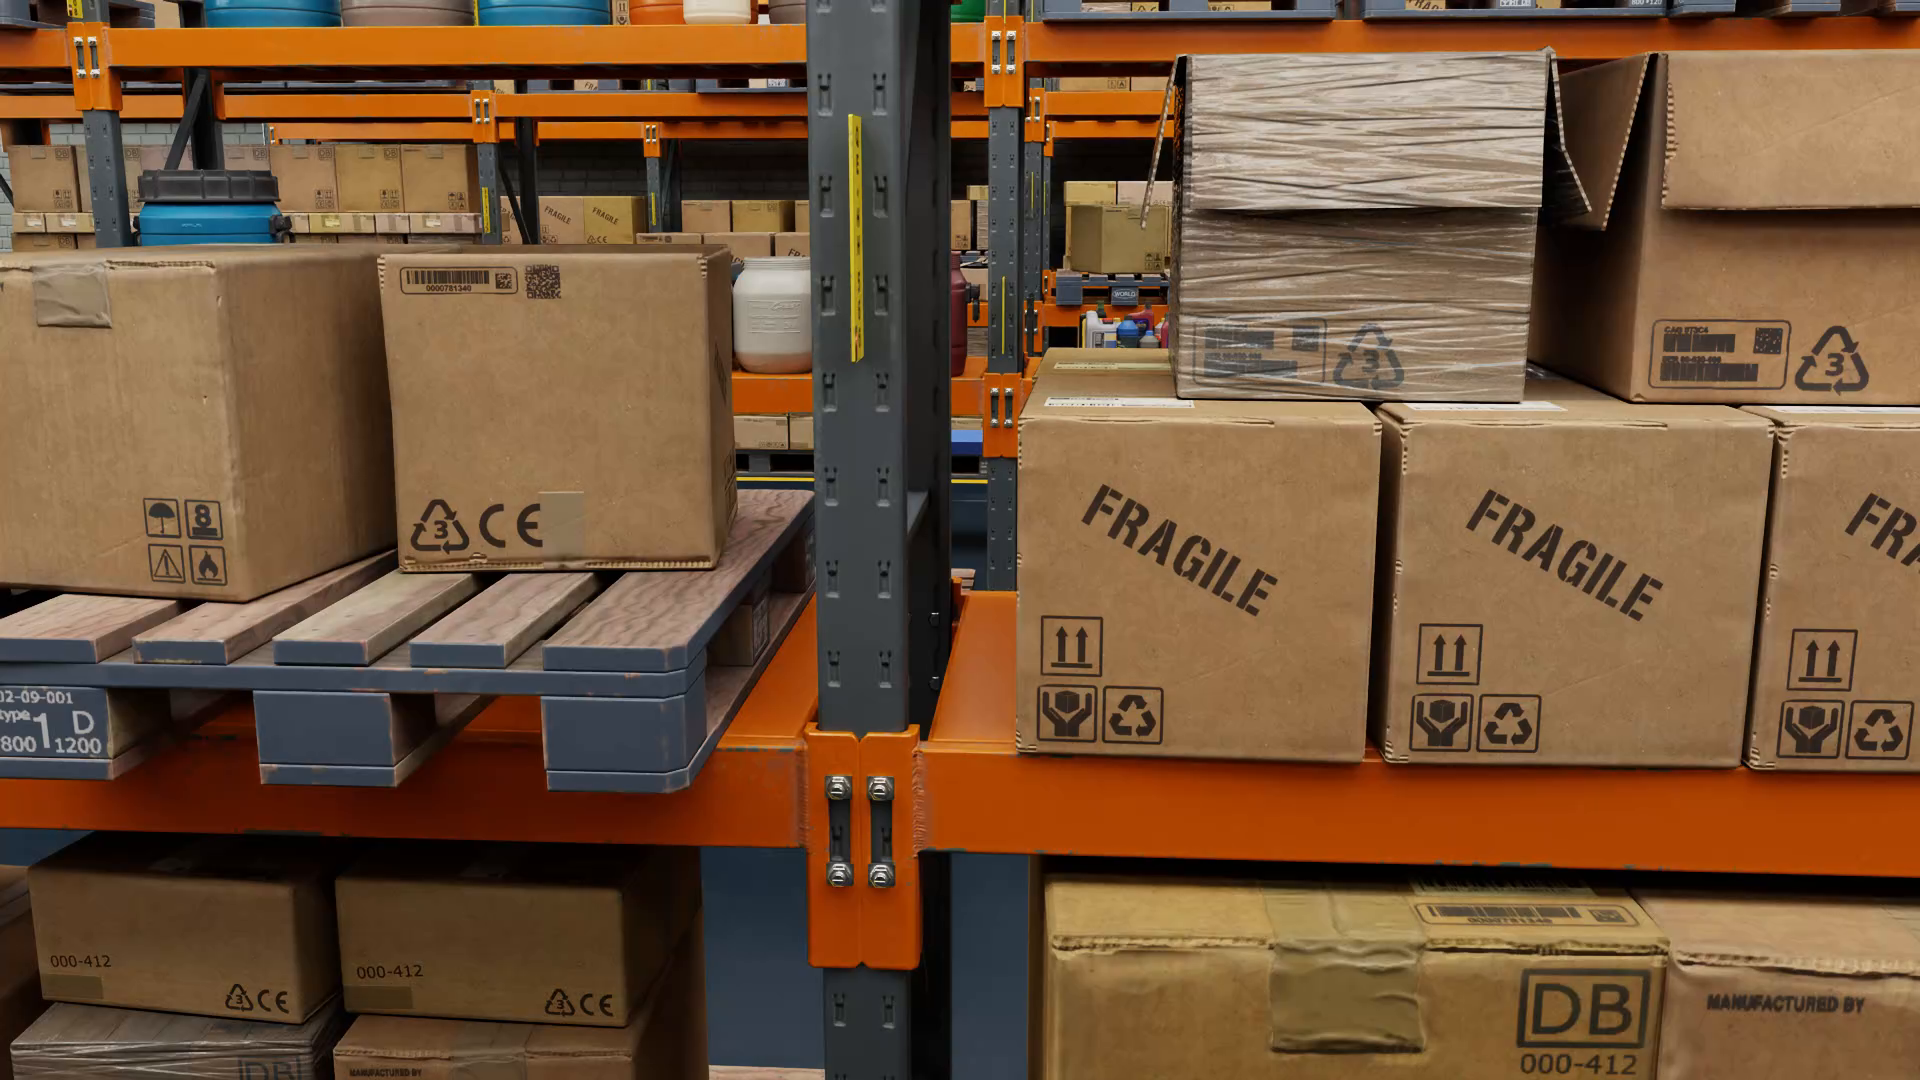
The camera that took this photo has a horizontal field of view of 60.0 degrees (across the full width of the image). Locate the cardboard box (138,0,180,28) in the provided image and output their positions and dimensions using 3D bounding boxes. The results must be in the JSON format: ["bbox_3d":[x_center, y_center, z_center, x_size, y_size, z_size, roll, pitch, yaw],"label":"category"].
[{"bbox_3d":[-5.791,-3.837,12.346,0.500,0.500,0.500,1,12,4],"label":"cardboard box"}]

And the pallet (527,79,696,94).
[{"bbox_3d":[-2.558,-3.434,12.502,1.217,0.209,0.805,0,12,1],"label":"pallet"}]

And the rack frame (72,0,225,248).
[{"bbox_3d":[-3.773,-1.057,7.997,0.127,3.000,1.000,1,12,4],"label":"rack frame"}]

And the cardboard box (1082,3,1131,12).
[{"bbox_3d":[0.987,-4.014,12.118,0.500,0.500,0.500,1,12,4],"label":"cardboard box"}]

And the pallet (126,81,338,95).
[{"bbox_3d":[-5.505,-3.518,12.649,1.213,0.211,1.003,1,12,4],"label":"pallet"}]

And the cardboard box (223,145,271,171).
[{"bbox_3d":[-5.384,-2.779,12.812,0.500,0.500,0.700,1,12,4],"label":"cardboard box"}]

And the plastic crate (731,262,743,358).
[{"bbox_3d":[-1.374,-1.119,8.133,0.583,0.464,0.402,1,12,4],"label":"plastic crate"}]

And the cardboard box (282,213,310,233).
[{"bbox_3d":[-4.991,-2.413,12.651,0.250,0.149,0.380,1,12,5],"label":"cardboard box"}]

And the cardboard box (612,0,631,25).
[{"bbox_3d":[-2.256,-4.017,12.329,0.500,0.500,0.500,2,12,9],"label":"cardboard box"}]

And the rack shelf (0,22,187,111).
[{"bbox_3d":[-5.769,-2.201,7.894,4.000,0.370,1.077,1,12,4],"label":"rack shelf"}]

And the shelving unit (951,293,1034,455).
[{"bbox_3d":[-0.085,-0.735,10.120,1.048,1.500,0.538,1,12,4],"label":"shelving unit"}]

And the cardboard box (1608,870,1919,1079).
[{"bbox_3d":[1.463,0.871,2.941,0.875,0.875,1.225,1,12,4],"label":"cardboard box"}]

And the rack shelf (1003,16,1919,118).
[{"bbox_3d":[2.213,-2.091,7.371,4.000,0.370,1.077,1,12,4],"label":"rack shelf"}]

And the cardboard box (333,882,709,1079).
[{"bbox_3d":[-0.783,1.012,3.133,0.500,0.500,0.700,0,12,1],"label":"cardboard box"}]

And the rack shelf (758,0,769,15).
[{"bbox_3d":[-1.116,-5.442,17.042,4.000,0.370,1.077,1,12,4],"label":"rack shelf"}]

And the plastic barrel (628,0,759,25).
[{"bbox_3d":[-1.240,-2.746,7.693,0.708,0.830,0.600,1,12,4],"label":"plastic barrel"}]

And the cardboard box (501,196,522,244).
[{"bbox_3d":[-4.604,-3.343,17.408,0.500,0.500,0.500,0,12,2],"label":"cardboard box"}]

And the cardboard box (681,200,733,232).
[{"bbox_3d":[-2.606,-3.332,17.550,0.500,0.500,0.700,1,12,4],"label":"cardboard box"}]

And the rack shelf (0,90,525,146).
[{"bbox_3d":[-5.434,-3.213,12.732,4.000,0.370,1.077,1,12,4],"label":"rack shelf"}]

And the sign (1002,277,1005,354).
[{"bbox_3d":[0.188,-0.970,7.181,0.005,0.325,0.100,1,12,4],"label":"sign"}]

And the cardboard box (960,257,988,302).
[{"bbox_3d":[0.192,-1.985,12.648,0.500,0.311,0.500,2,12,7],"label":"cardboard box"}]

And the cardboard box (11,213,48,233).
[{"bbox_3d":[-7.053,-2.441,12.783,0.250,0.149,0.380,1,12,3],"label":"cardboard box"}]

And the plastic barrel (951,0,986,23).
[{"bbox_3d":[-0.032,-2.388,7.410,0.294,0.245,0.294,0,12,0],"label":"plastic barrel"}]

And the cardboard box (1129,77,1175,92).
[{"bbox_3d":[1.499,-3.526,12.226,0.500,0.500,0.910,1,12,4],"label":"cardboard box"}]

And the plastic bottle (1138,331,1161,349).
[{"bbox_3d":[0.839,-0.825,7.371,0.097,0.201,0.097,0,12,0],"label":"plastic bottle"}]

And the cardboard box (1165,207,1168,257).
[{"bbox_3d":[1.869,-3.163,17.043,0.500,0.500,0.500,1,12,6],"label":"cardboard box"}]

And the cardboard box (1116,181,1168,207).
[{"bbox_3d":[1.852,-3.532,16.975,0.500,0.250,0.500,1,12,3],"label":"cardboard box"}]

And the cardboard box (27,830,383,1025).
[{"bbox_3d":[-1.314,0.642,3.071,0.500,0.250,0.500,2,12,10],"label":"cardboard box"}]

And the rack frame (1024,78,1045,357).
[{"bbox_3d":[0.552,-2.015,12.573,0.127,3.000,1.000,1,12,4],"label":"rack frame"}]

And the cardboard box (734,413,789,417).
[{"bbox_3d":[-1.509,-1.126,12.646,0.500,0.311,0.500,1,12,5],"label":"cardboard box"}]

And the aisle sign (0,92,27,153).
[{"bbox_3d":[-7.476,-3.457,13.121,0.004,0.787,0.394,1,12,4],"label":"aisle sign"}]

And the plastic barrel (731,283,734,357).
[{"bbox_3d":[-1.243,-1.034,7.610,0.421,0.512,0.421,0,12,0],"label":"plastic barrel"}]

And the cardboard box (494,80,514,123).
[{"bbox_3d":[-4.691,-4.574,17.189,0.500,0.500,0.500,0,12,2],"label":"cardboard box"}]

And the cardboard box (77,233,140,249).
[{"bbox_3d":[-6.440,-2.158,13.013,0.500,0.500,0.700,1,12,5],"label":"cardboard box"}]

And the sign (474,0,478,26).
[{"bbox_3d":[-3.474,-3.716,11.924,0.005,0.325,0.100,1,12,4],"label":"sign"}]

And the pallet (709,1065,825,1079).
[{"bbox_3d":[-0.893,1.363,3.236,1.213,0.211,1.003,1,12,4],"label":"pallet"}]

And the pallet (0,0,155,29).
[{"bbox_3d":[-4.500,-2.423,7.661,1.003,0.211,1.213,1,12,4],"label":"pallet"}]

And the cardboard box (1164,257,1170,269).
[{"bbox_3d":[2.222,-2.855,17.157,0.250,0.149,0.380,1,12,5],"label":"cardboard box"}]

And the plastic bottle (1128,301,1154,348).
[{"bbox_3d":[0.880,-1.024,8.122,0.133,0.283,0.061,1,12,4],"label":"plastic bottle"}]

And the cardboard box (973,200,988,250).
[{"bbox_3d":[0.410,-3.295,17.376,0.500,0.500,0.700,-1,12,-3],"label":"cardboard box"}]

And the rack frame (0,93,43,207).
[{"bbox_3d":[-7.430,-2.124,13.096,0.127,3.000,1.000,1,12,4],"label":"rack frame"}]

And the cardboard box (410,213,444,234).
[{"bbox_3d":[-3.971,-2.399,12.584,0.250,0.149,0.380,1,12,3],"label":"cardboard box"}]

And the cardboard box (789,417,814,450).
[{"bbox_3d":[-1.005,-0.845,12.673,0.500,0.250,0.500,1,12,5],"label":"cardboard box"}]

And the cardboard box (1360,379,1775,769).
[{"bbox_3d":[0.868,0.029,2.559,0.500,0.500,0.500,0,12,2],"label":"cardboard box"}]

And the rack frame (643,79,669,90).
[{"bbox_3d":[-3.111,-6.018,17.058,0.127,3.000,1.000,1,12,4],"label":"rack frame"}]
